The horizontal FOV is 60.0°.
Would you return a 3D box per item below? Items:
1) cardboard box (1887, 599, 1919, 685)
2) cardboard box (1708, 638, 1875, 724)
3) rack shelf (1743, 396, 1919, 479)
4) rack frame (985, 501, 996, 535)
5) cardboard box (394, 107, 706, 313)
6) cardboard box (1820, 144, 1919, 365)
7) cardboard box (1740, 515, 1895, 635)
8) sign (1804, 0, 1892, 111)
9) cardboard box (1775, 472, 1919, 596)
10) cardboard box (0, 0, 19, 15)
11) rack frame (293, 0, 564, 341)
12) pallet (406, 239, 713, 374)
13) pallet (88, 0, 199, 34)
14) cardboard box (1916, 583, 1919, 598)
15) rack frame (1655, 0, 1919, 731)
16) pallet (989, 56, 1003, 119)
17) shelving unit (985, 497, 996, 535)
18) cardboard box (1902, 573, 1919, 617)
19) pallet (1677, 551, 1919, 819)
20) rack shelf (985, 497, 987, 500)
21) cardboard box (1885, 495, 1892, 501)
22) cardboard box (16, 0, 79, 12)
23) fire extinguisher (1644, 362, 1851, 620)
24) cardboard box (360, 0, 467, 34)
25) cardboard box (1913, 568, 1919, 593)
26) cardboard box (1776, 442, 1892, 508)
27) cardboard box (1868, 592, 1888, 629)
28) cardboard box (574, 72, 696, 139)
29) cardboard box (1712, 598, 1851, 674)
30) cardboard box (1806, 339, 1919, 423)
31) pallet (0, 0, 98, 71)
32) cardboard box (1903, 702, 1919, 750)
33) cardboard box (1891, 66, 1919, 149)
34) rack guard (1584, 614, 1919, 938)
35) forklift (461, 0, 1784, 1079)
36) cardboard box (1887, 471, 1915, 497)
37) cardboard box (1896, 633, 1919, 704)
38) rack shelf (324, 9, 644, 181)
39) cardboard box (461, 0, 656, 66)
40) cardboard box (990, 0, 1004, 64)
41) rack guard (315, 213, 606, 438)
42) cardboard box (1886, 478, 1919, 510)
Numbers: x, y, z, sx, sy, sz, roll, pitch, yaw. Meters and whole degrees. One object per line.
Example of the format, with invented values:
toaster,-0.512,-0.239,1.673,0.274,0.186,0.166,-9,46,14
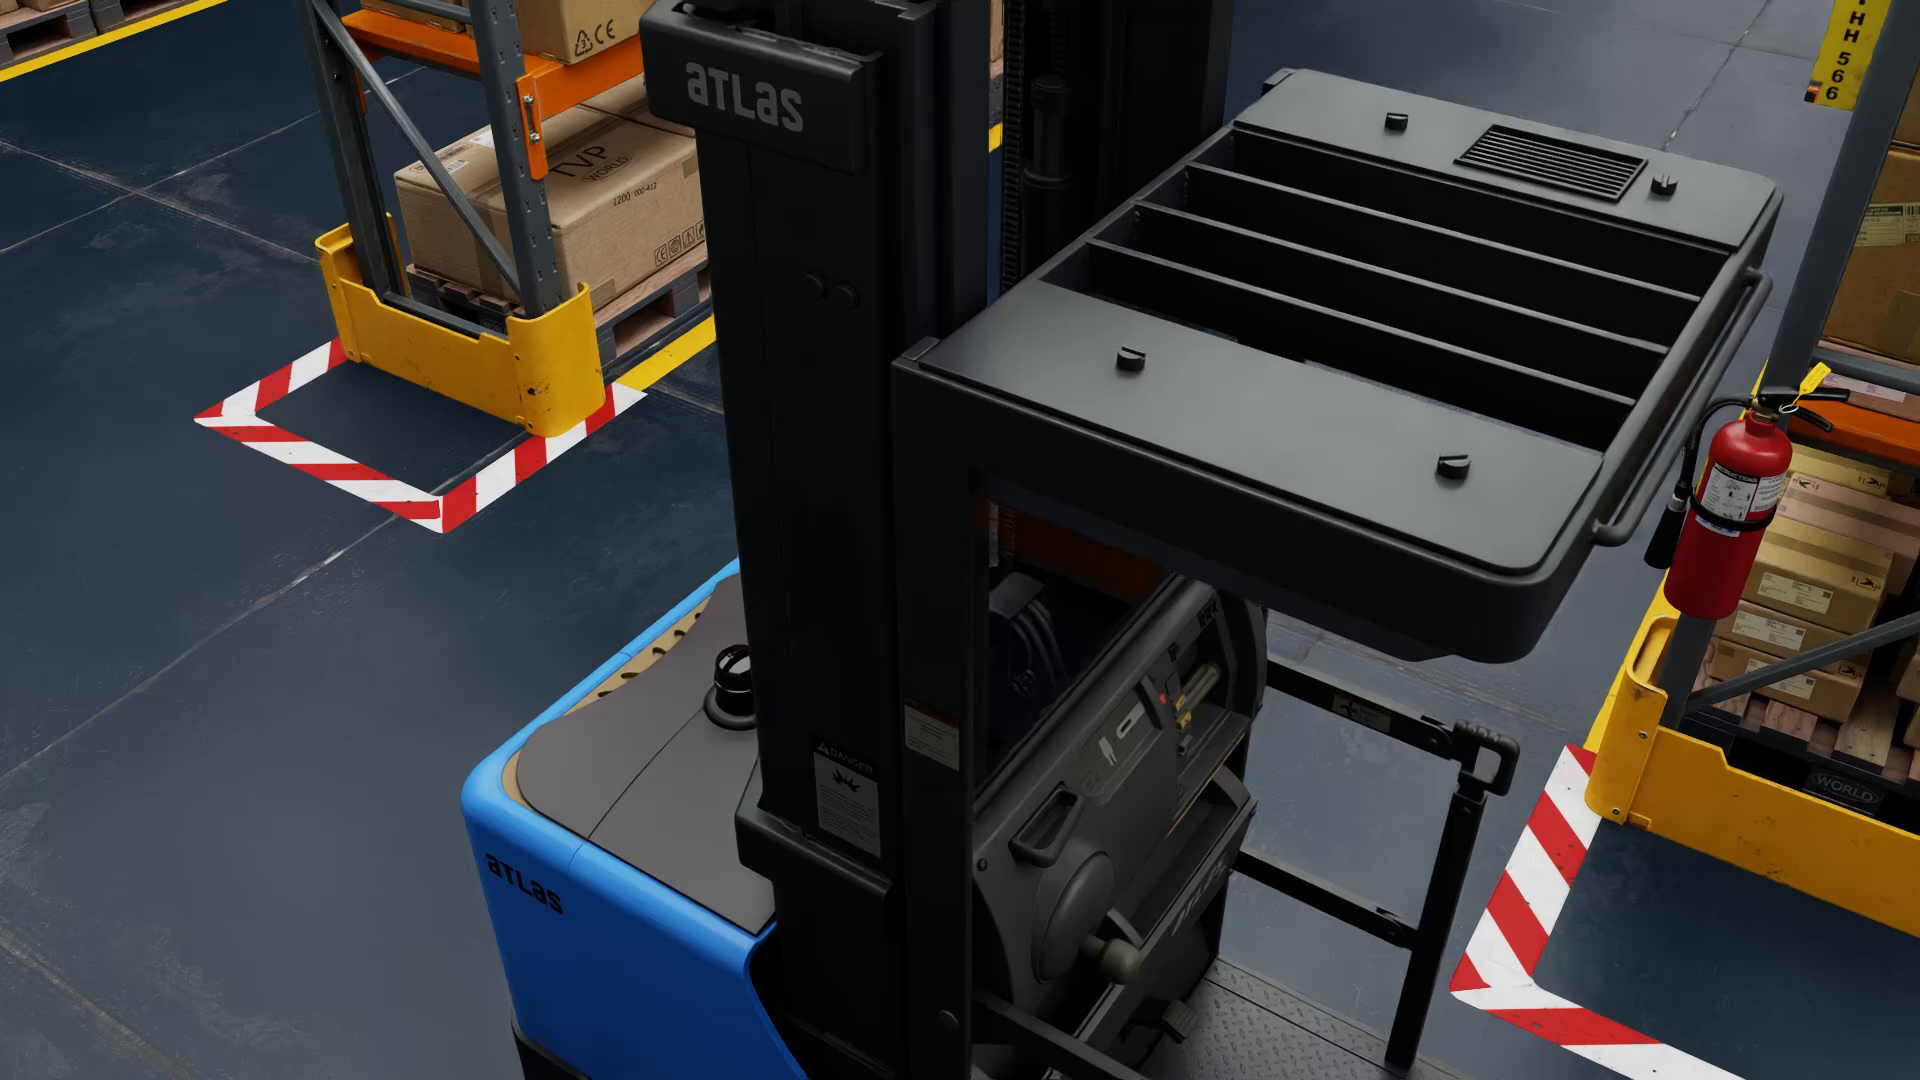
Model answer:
cardboard box,2.937,0.355,4.824,0.380,0.149,0.250,21,42,25
cardboard box,2.420,0.342,4.840,0.380,0.149,0.250,22,43,26
rack shelf,3.386,-1.027,5.215,1.077,0.370,4.000,21,42,25
rack frame,0.050,-0.405,5.538,0.240,0.900,0.006,21,42,25
cardboard box,-1.650,-1.373,6.828,0.875,0.438,0.875,20,42,24
cardboard box,2.338,-0.754,3.946,0.500,0.500,0.500,22,43,26
cardboard box,2.384,0.090,4.680,0.380,0.149,0.250,22,43,26
sign,1.857,-1.057,3.457,0.100,0.325,0.005,21,42,25
cardboard box,2.567,-0.020,4.823,0.380,0.149,0.250,22,43,26
cardboard box,-5.444,-2.998,9.173,0.380,0.149,0.250,19,42,23
rack frame,-1.919,-1.848,5.690,1.000,3.000,0.127,21,42,25
pallet,-1.557,-1.181,7.110,1.003,0.211,1.213,21,42,25
pallet,-4.991,-3.442,10.042,1.003,0.211,1.213,21,42,25
cardboard box,2.928,0.106,4.660,0.380,0.149,0.250,22,43,26
rack frame,2.315,-0.281,3.658,1.000,3.000,0.127,21,42,25
pallet,-0.250,-2.439,8.741,1.003,0.211,1.213,21,42,25
shelving unit,-0.004,-0.352,5.470,0.258,0.900,0.210,21,42,25
cardboard box,3.064,0.224,4.993,0.380,0.149,0.250,22,43,26
pallet,2.820,0.377,5.088,1.003,0.211,1.213,21,42,25
rack shelf,-0.004,-0.183,5.600,0.258,0.077,0.200,21,42,25
cardboard box,2.633,-0.070,5.131,0.380,0.149,0.250,19,42,23
cardboard box,-5.214,-3.358,9.353,0.700,0.500,0.500,23,43,27
fire extinguisher,1.790,-0.124,3.822,0.296,0.674,0.183,21,42,25
cardboard box,-1.884,-2.223,6.095,0.500,0.500,0.500,21,42,25
cardboard box,3.063,0.100,4.911,0.380,0.149,0.250,22,43,26
cardboard box,2.599,-0.195,5.050,0.380,0.149,0.250,20,42,24
cardboard box,2.542,0.081,4.935,0.380,0.149,0.250,20,42,24
cardboard box,-1.167,-1.847,7.444,0.875,0.438,0.875,22,43,26
cardboard box,2.356,0.199,4.783,0.380,0.149,0.250,20,42,24
cardboard box,2.251,-0.442,4.072,0.380,0.149,0.250,21,42,25
pallet,-5.645,-2.816,9.230,1.003,0.211,1.213,21,42,25
cardboard box,2.866,0.516,4.614,0.380,0.149,0.250,22,43,26
cardboard box,2.350,-1.152,3.643,0.500,0.500,0.500,20,42,24
rack guard,2.355,0.670,4.472,1.175,0.500,0.348,21,42,25
forklift,0.475,0.434,2.786,3.031,2.935,1.130,22,43,26
cardboard box,2.791,-0.308,5.197,0.380,0.149,0.250,19,42,23
cardboard box,2.812,0.378,4.550,0.380,0.149,0.250,23,43,27
rack shelf,-0.848,-2.594,7.247,1.077,0.370,4.000,21,42,25
cardboard box,-1.420,-2.041,5.859,0.500,0.500,0.500,21,42,25
cardboard box,-0.203,-2.773,8.645,0.875,0.438,0.875,21,42,24
rack guard,-1.932,-0.846,6.438,1.175,0.500,0.348,21,42,25
cardboard box,2.864,-0.175,5.267,0.380,0.149,0.250,21,42,25
